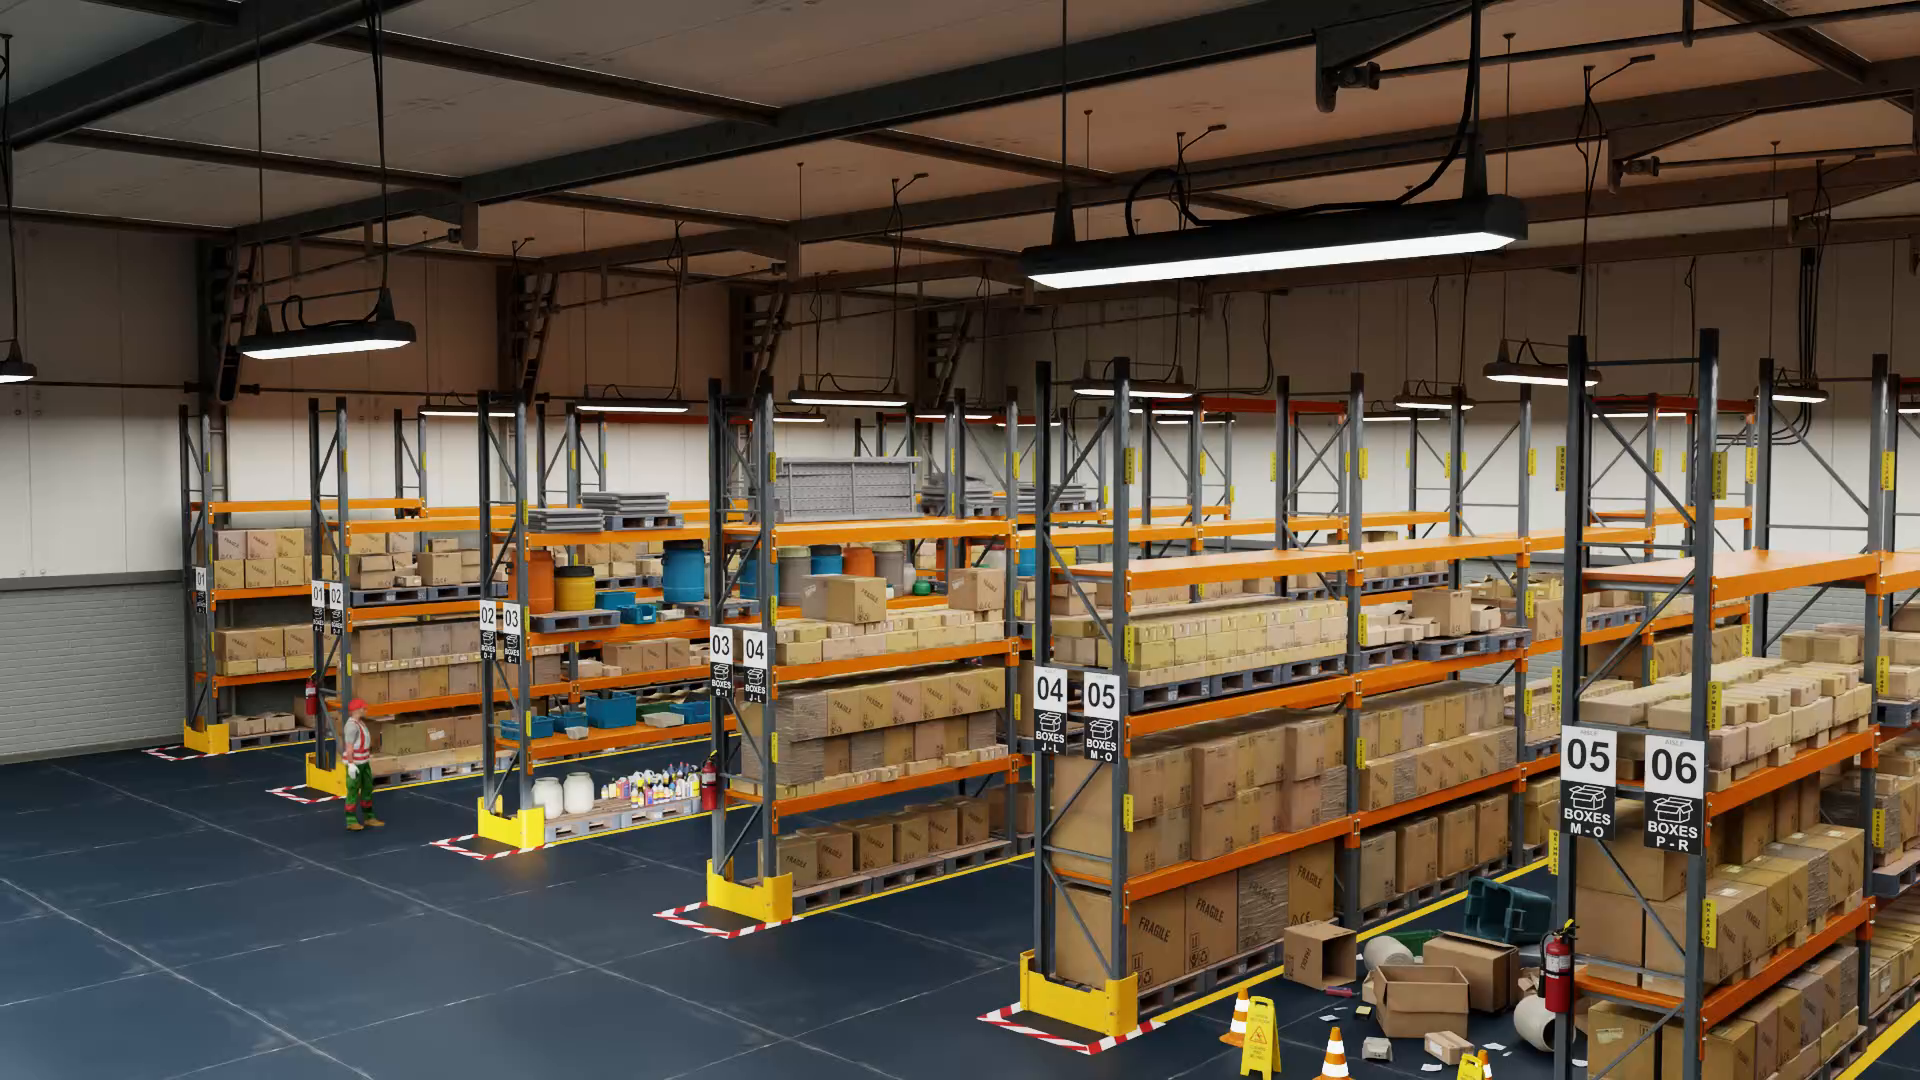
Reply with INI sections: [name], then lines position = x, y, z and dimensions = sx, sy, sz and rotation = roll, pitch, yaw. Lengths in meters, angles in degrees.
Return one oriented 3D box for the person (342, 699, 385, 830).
[person]
position = -8.215, 3.071, 22.830
dimensions = 0.464, 1.795, 0.639
rotation = 0, 3, 3
